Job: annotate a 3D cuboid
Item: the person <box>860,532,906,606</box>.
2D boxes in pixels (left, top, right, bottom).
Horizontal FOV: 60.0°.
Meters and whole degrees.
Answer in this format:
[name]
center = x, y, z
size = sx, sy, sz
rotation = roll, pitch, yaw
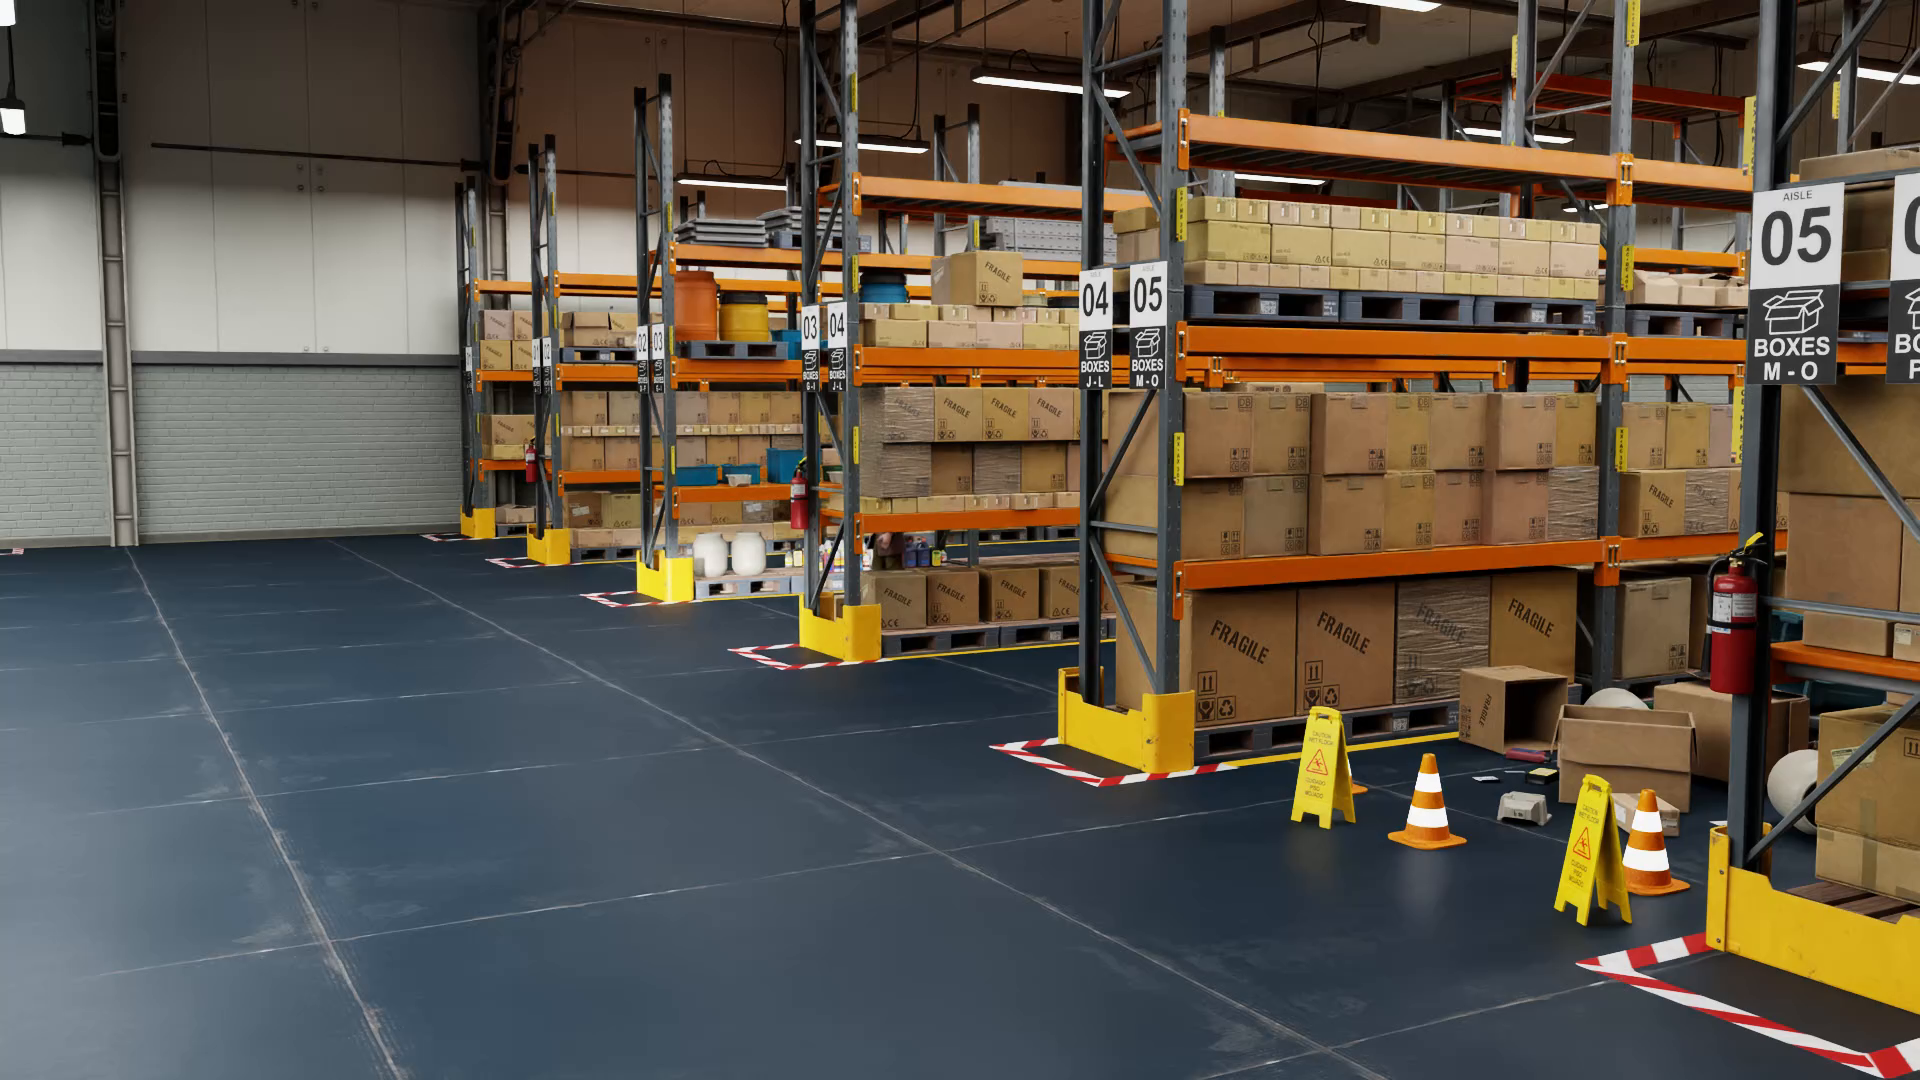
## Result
[person]
center = -0.823, -0.072, 17.918
size = 0.707, 1.785, 0.594
rotation = -1, 5, -12
